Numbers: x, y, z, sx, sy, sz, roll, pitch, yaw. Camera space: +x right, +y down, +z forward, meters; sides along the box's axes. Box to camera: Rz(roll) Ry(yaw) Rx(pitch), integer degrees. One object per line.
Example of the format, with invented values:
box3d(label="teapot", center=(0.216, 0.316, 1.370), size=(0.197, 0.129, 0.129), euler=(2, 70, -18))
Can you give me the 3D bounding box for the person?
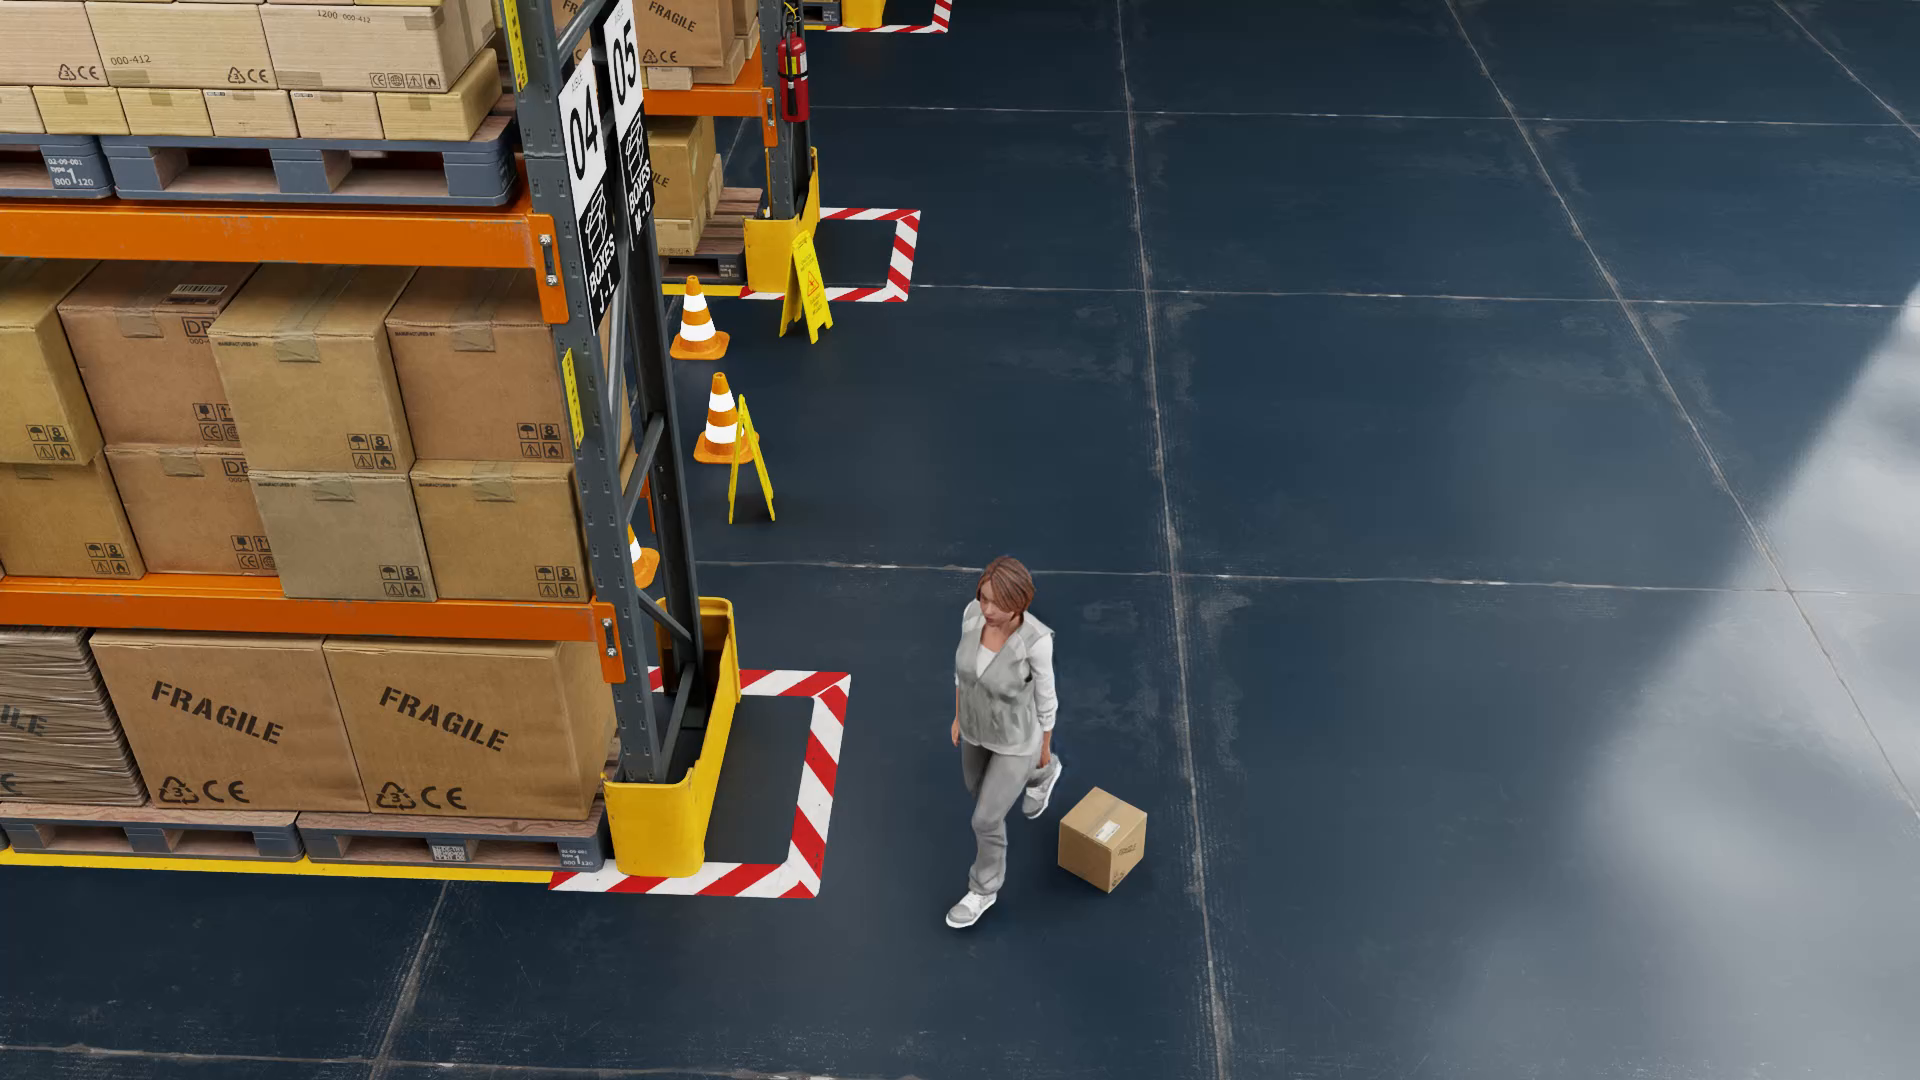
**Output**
box3d(label="person", center=(0.191, 0.675, 6.179), size=(0.409, 1.562, 0.805), euler=(27, 44, 32))
